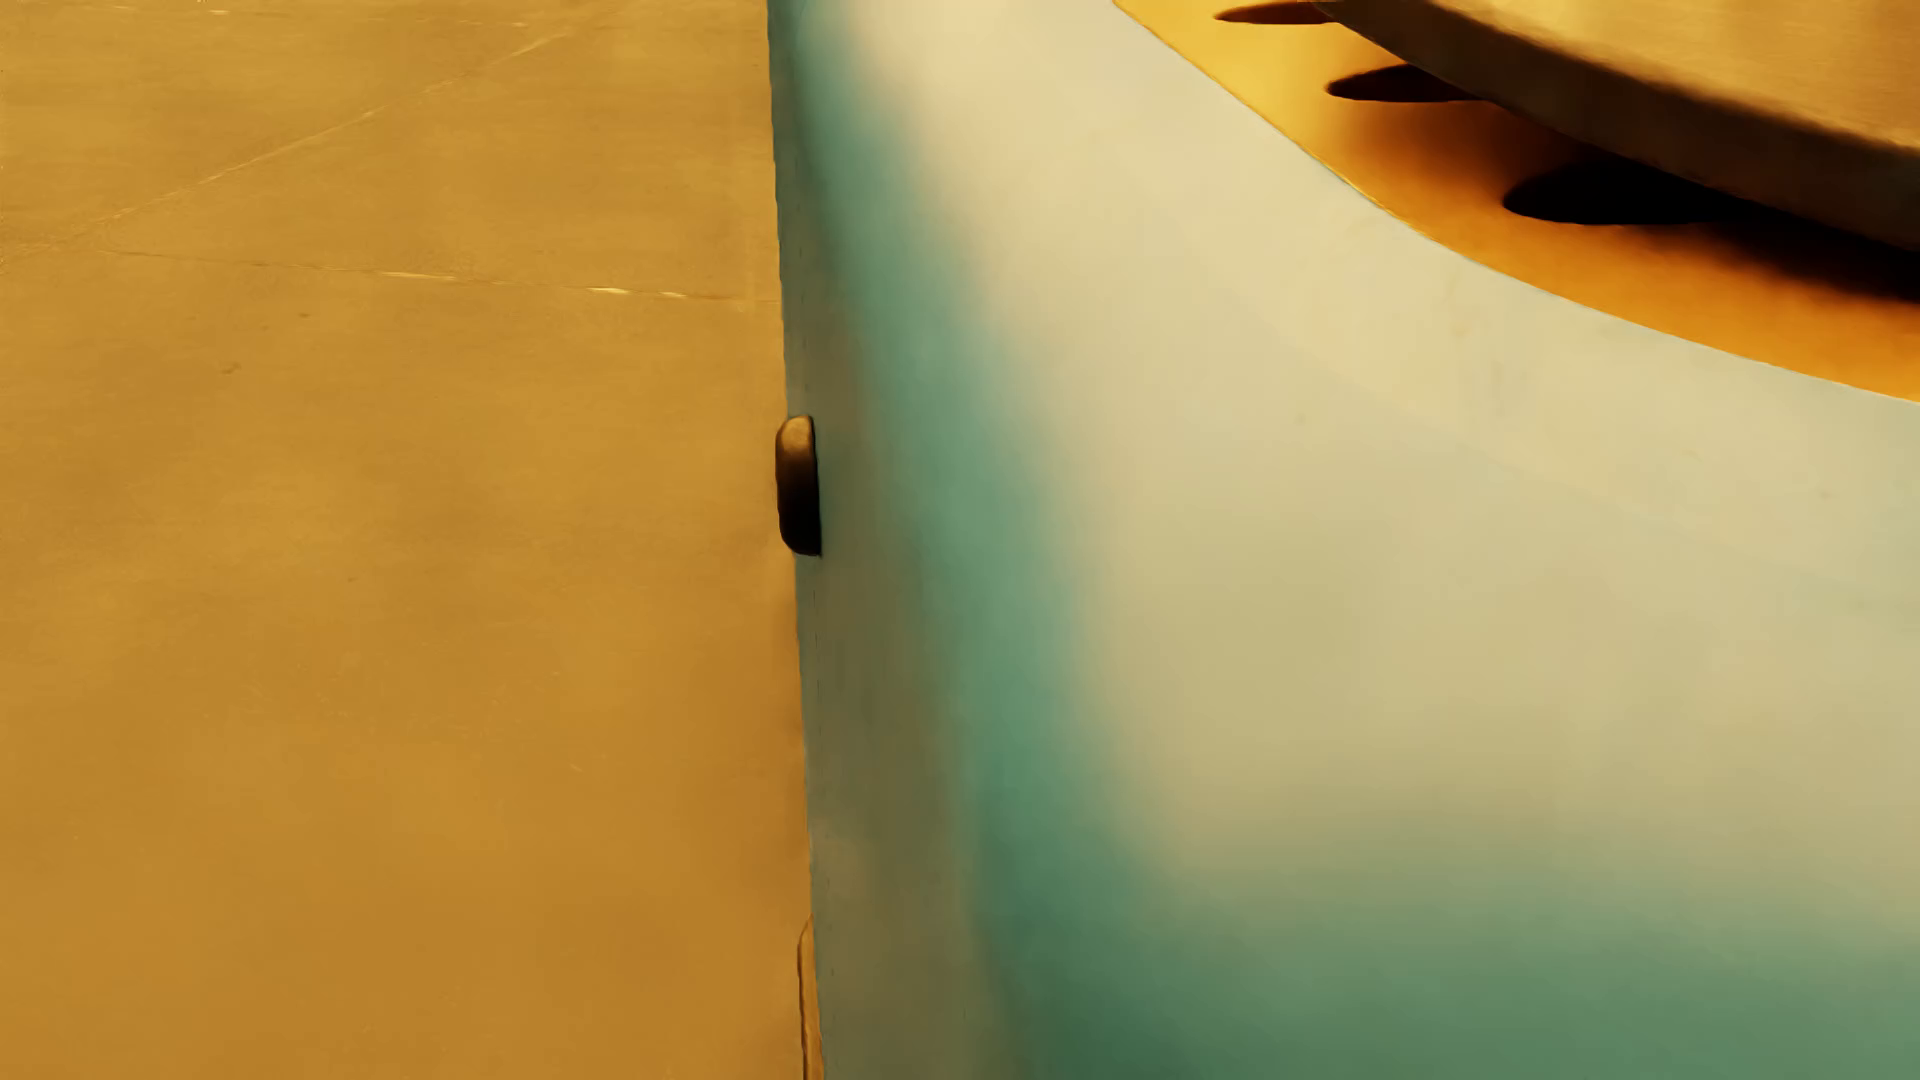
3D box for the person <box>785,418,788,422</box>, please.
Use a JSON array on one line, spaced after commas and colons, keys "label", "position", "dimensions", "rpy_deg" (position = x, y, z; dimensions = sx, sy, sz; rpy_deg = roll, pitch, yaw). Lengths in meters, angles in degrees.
[{"label": "person", "position": [-0.074, -0.814, 2.121], "dimensions": [0.574, 1.778, 0.640], "rpy_deg": [6, 27, 11]}]
